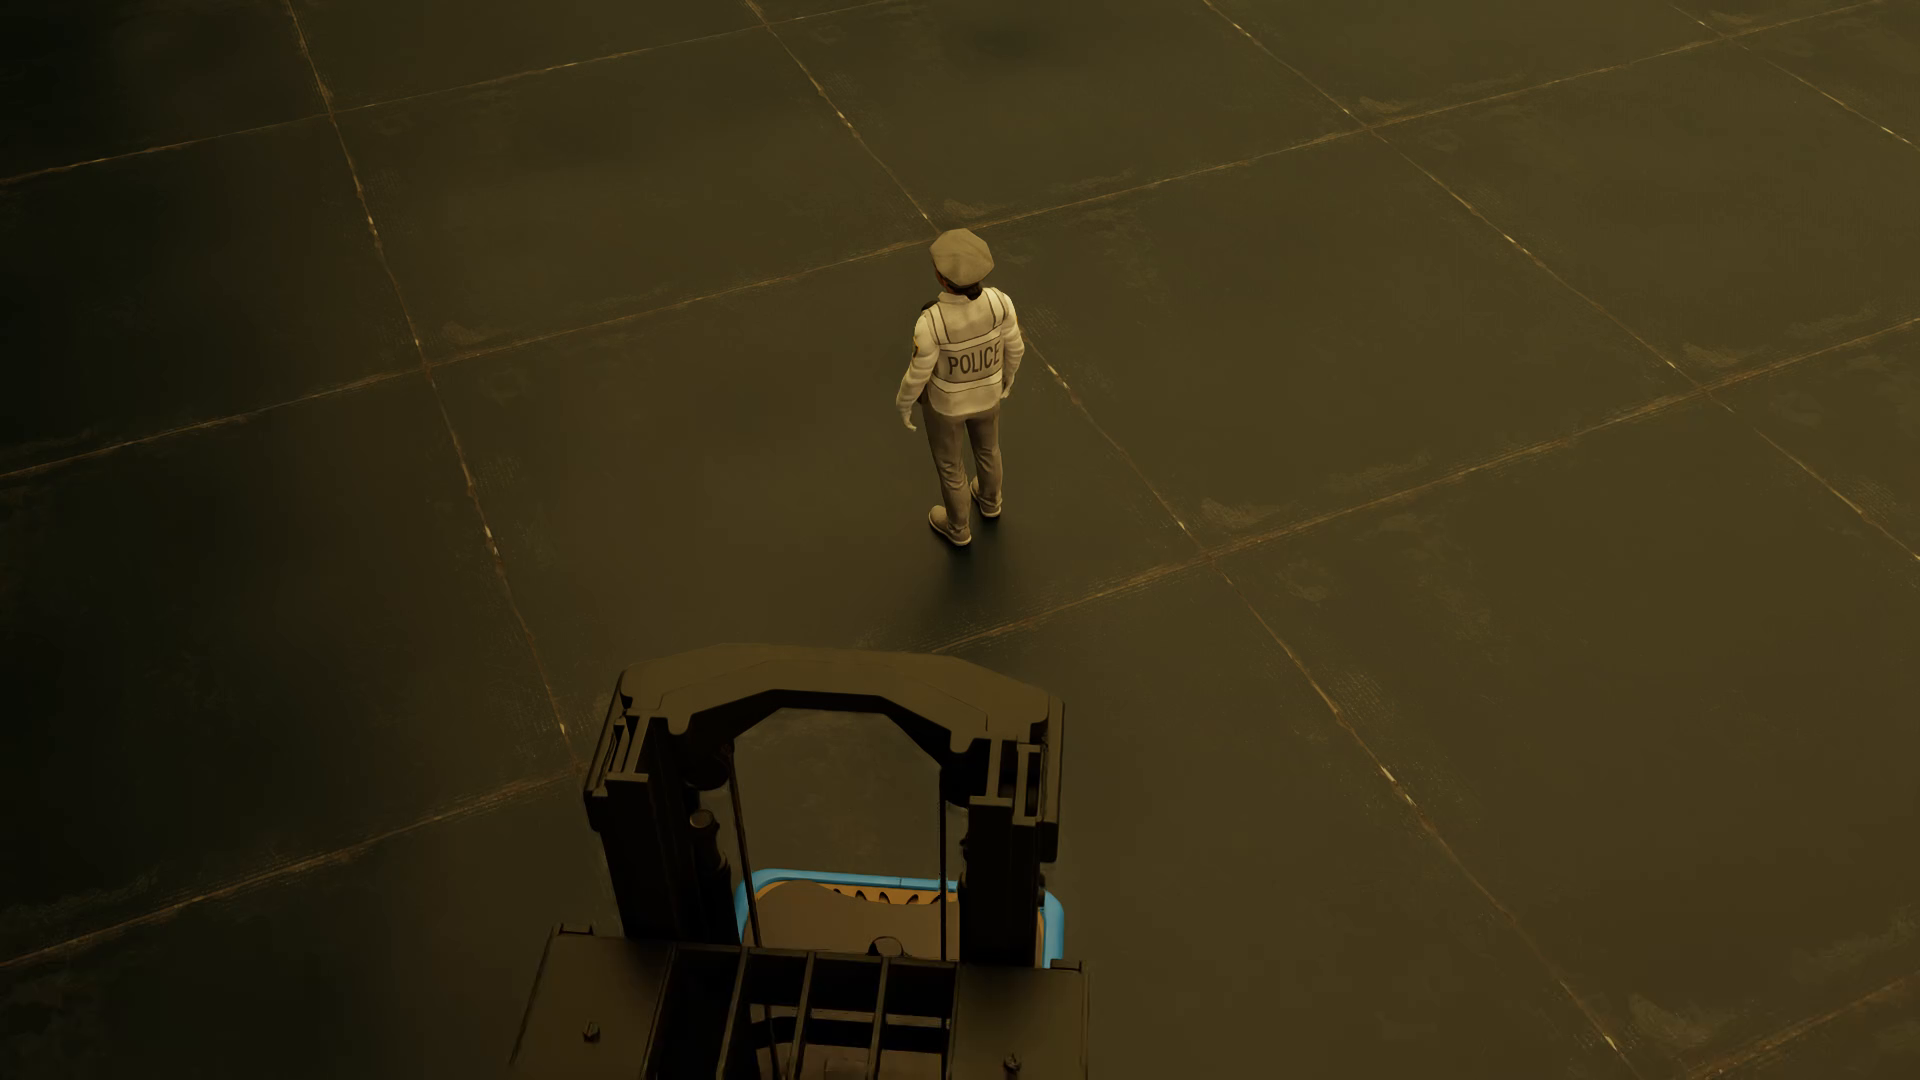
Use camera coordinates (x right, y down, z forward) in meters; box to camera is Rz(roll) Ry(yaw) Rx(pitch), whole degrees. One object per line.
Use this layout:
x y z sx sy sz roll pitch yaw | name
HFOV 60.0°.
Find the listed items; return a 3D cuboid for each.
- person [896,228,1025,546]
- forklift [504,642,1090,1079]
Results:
-0.023 -0.669 7.293 0.588 1.695 0.531 -18 46 -18 | person
-0.307 1.761 3.794 1.130 2.935 3.031 3 43 4 | forklift
